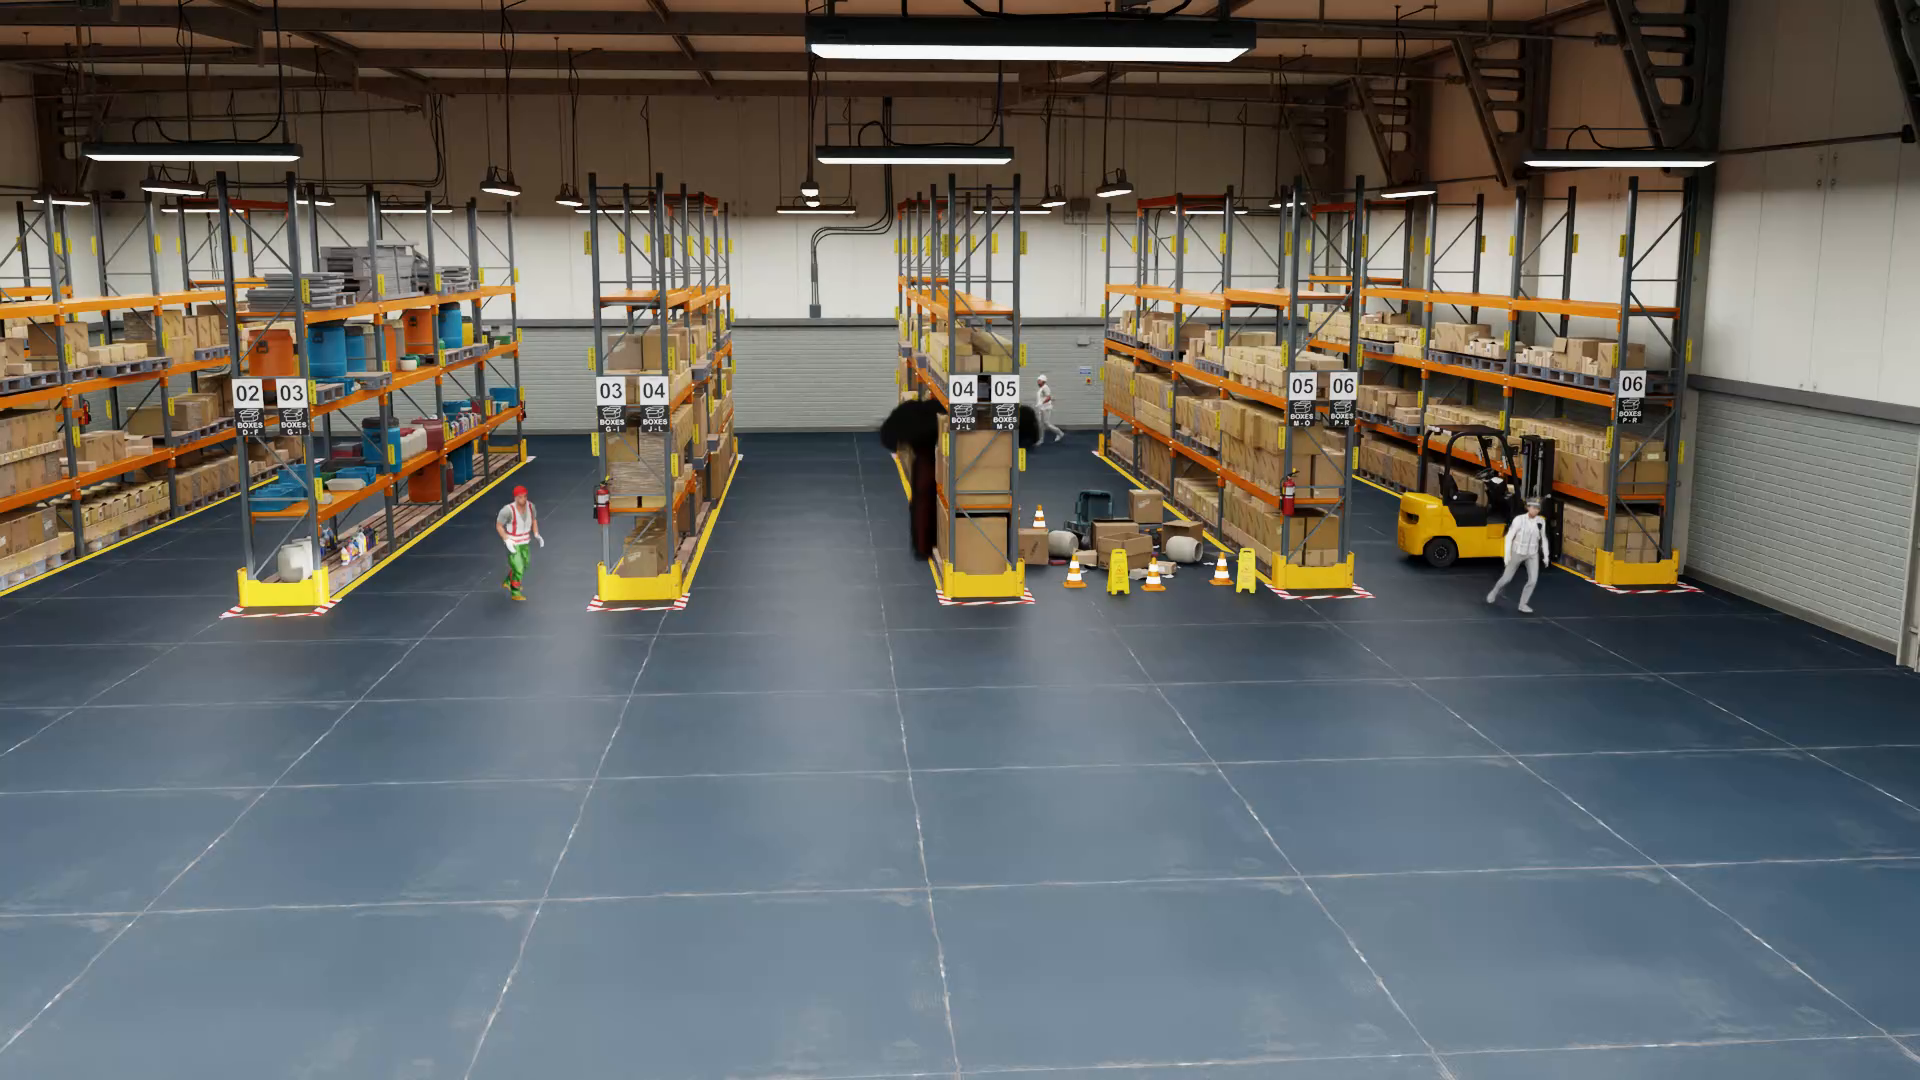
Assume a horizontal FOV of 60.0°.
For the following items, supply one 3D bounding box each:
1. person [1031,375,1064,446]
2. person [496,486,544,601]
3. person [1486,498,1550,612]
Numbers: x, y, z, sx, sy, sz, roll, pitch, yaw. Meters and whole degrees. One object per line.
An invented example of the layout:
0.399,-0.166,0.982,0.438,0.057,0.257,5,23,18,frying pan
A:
2.232,-3.280,42.182,0.849,1.810,0.680,-1,10,-6,person
-6.366,0.030,23.698,0.876,1.687,0.618,7,12,36,person
7.767,0.170,23.082,0.709,1.607,0.656,0,10,-1,person
